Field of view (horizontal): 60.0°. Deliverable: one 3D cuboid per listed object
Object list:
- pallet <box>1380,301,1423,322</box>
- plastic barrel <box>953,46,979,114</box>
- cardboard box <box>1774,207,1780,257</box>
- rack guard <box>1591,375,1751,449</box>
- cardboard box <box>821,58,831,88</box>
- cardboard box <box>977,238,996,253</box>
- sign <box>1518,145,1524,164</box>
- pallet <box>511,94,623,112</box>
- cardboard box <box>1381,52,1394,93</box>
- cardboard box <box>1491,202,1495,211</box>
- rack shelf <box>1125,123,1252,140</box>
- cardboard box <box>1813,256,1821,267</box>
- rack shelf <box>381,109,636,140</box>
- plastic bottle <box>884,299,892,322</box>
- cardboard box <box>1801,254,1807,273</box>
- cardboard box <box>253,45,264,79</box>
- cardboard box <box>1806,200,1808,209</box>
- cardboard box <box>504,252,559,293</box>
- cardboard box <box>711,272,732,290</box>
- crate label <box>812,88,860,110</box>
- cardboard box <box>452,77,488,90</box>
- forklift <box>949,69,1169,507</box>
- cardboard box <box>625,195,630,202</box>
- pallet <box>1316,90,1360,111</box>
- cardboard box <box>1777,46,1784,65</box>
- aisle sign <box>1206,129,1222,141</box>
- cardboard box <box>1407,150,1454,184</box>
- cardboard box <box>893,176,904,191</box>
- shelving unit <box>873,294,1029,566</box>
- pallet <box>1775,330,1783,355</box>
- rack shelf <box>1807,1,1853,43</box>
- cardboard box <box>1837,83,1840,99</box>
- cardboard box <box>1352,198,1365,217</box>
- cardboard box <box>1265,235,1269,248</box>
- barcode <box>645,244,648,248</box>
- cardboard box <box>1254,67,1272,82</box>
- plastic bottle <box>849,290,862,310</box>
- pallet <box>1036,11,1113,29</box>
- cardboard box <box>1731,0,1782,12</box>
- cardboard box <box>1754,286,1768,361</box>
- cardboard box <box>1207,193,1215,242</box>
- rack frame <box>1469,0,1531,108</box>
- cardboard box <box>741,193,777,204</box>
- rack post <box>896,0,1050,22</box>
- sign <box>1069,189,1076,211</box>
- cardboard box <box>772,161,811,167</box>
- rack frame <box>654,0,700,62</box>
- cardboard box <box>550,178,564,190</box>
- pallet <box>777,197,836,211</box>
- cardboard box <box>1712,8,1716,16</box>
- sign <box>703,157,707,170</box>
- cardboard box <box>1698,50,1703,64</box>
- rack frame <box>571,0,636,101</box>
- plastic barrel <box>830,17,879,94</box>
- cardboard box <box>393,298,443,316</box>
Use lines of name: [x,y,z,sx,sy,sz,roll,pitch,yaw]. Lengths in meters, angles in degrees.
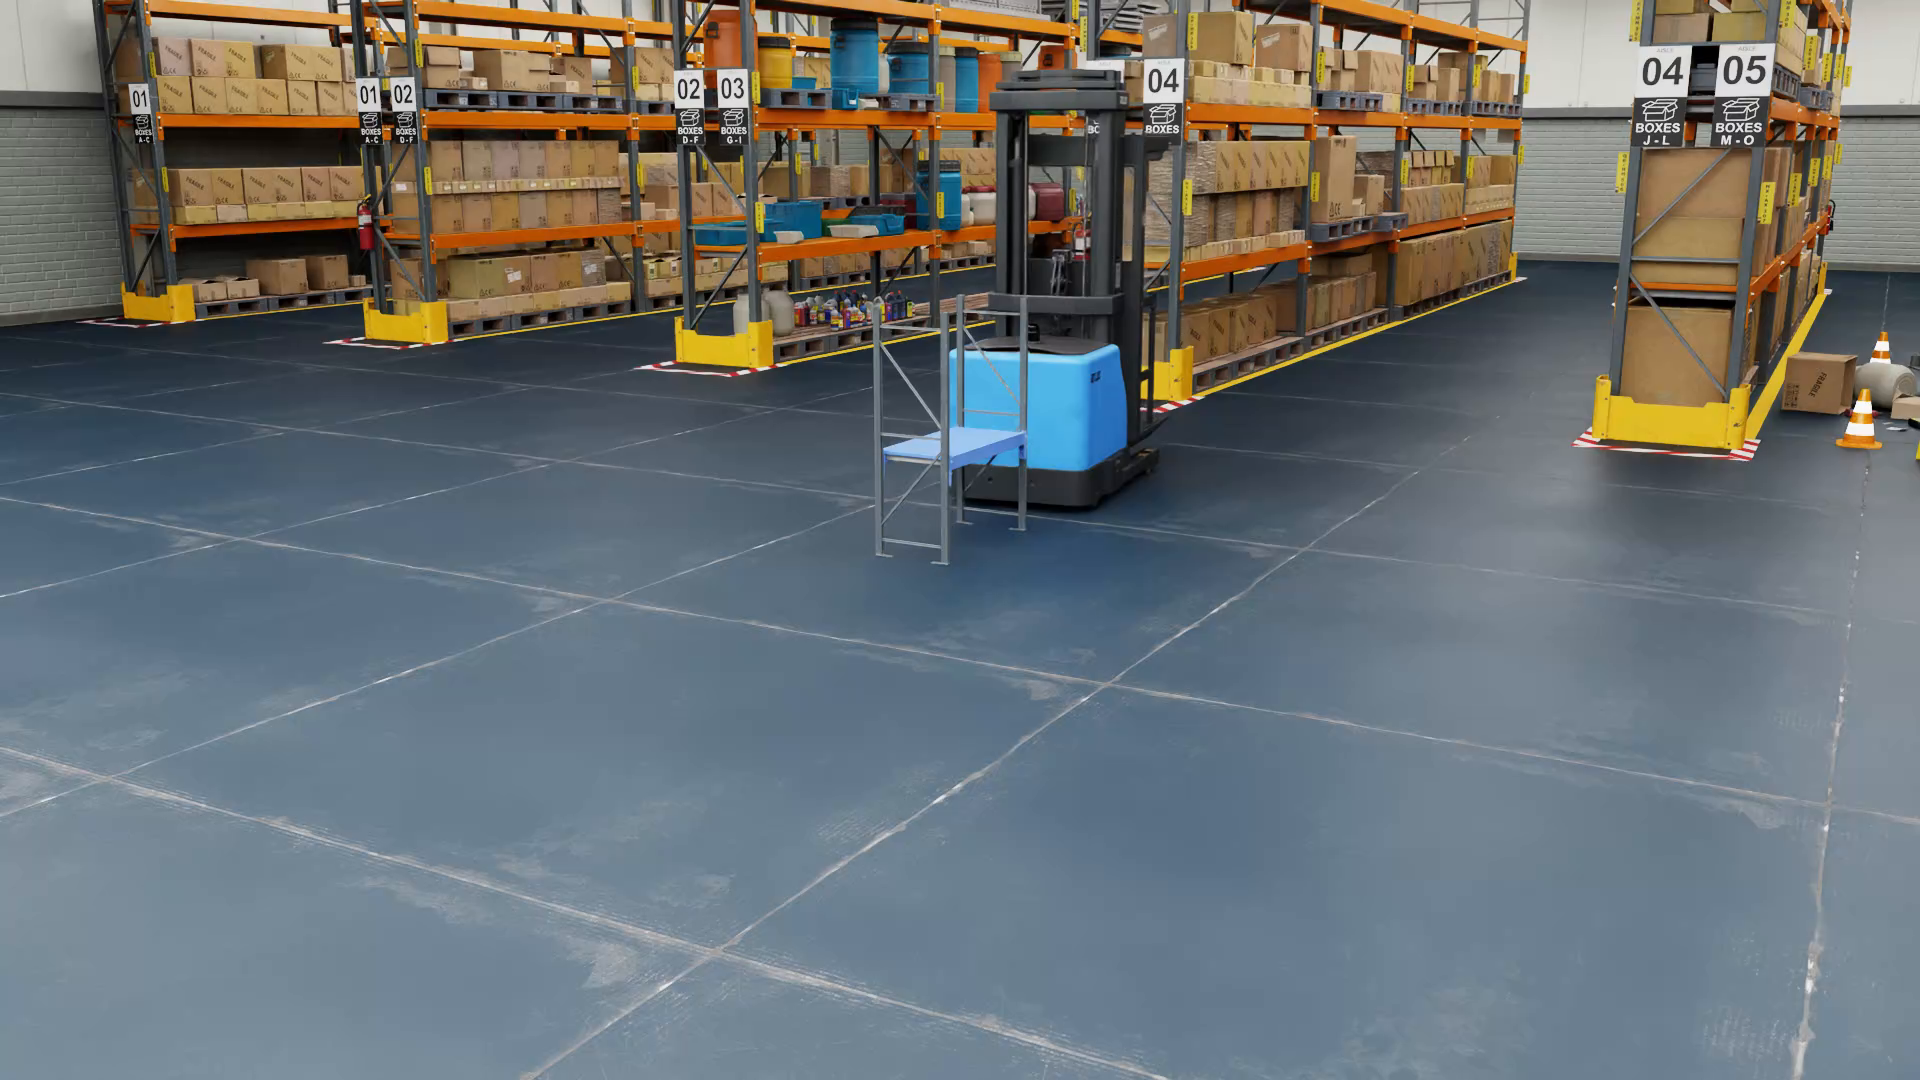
pallet: [5.986,-3.321,23.860,1.003,0.211,1.213,7,15,28]
plastic barrel: [-0.043,-6.364,23.059,0.600,0.901,0.708,7,15,28]
cardboard box: [7.730,-3.116,16.740,0.875,0.550,0.550,7,15,28]
rack guard: [5.953,-1.080,13.945,1.175,0.500,0.348,7,15,28]
cardboard box: [-2.422,-7.938,28.313,0.500,0.500,0.500,7,15,28]
cardboard box: [0.689,-6.148,34.028,0.500,0.500,0.500,7,15,28]
sign: [9.874,-6.779,29.276,0.100,0.325,0.005,7,15,28]
pallet: [-5.455,-6.064,23.074,1.003,0.211,1.213,7,15,28]
cardboard box: [5.289,-6.041,21.511,0.500,0.500,0.500,7,15,28]
cardboard box: [8.783,-5.619,27.977,0.380,0.149,0.250,8,16,29]
rack shelf: [4.103,-7.424,30.064,1.077,0.370,4.000,7,15,28]
cardboard box: [13.479,-4.440,26.468,0.380,0.149,0.250,7,15,27]
rack shelf: [-6.032,-5.524,22.183,1.077,0.370,4.000,7,15,28]
plastic bottle: [-0.925,-2.915,21.083,0.061,0.283,0.133,9,16,32]
cardboard box: [11.123,-3.720,22.401,0.500,0.250,0.500,7,15,26]
cardboard box: [-10.596,-7.001,24.384,0.500,0.500,0.500,7,15,28]
cardboard box: [11.500,-4.636,23.002,0.380,0.149,0.250,7,15,28]
cardboard box: [-5.817,-3.630,22.561,0.500,0.500,0.500,7,15,28]
cardboard box: [-3.910,-4.064,25.961,0.500,0.250,0.500,8,16,29]
crate label: [-1.470,-5.176,19.521,0.502,0.251,0.408,7,15,28]
cardboard box: [-6.276,-5.835,21.279,0.380,0.149,0.250,7,15,28]
forklift: [0.892,-1.949,12.362,1.130,2.935,3.031,5,14,20]
cardboard box: [-6.376,-6.452,31.390,0.380,0.149,0.250,7,15,28]
pallet: [3.997,-5.185,19.640,1.213,0.211,1.003,7,15,28]
cardboard box: [6.533,-3.975,13.648,0.380,0.149,0.250,8,15,29]
aisle sign: [4.845,-8.039,31.930,0.394,0.787,0.004,7,15,28]
cardboard box: [7.171,-5.749,25.625,0.797,0.503,0.637,7,15,27]
cardboard box: [-1.181,-6.648,31.495,0.500,0.500,0.500,8,16,29]
shelving unit: [-0.041,-0.712,10.285,0.538,1.500,1.048,7,15,28]
pallet: [9.385,-2.432,20.172,1.003,0.211,1.213,7,15,28]
rack shelf: [12.732,-7.737,24.969,1.077,0.370,4.000,7,15,28]
cardboard box: [13.203,-6.878,25.514,0.500,0.250,0.500,8,16,29]
cardboard box: [4.969,-4.290,21.319,0.396,0.266,0.258,7,15,26]
cardboard box: [3.196,-3.309,18.394,0.380,0.149,0.250,7,15,28]
barcode: [-4.577,-4.297,24.303,0.001,0.075,0.075,7,15,28]
cardboard box: [3.068,-4.912,17.577,0.380,0.149,0.250,8,16,31]
plastic bottle: [-1.358,-3.056,21.521,0.144,0.351,0.185,7,15,28]
pallet: [1.579,-7.860,25.191,1.213,0.211,1.003,7,15,28]
cardboard box: [6.404,-4.309,13.331,0.380,0.149,0.250,8,15,29]
cardboard box: [8.119,-2.369,17.862,1.050,0.750,0.750,7,15,28]
cardboard box: [2.098,-3.302,16.980,0.875,0.500,0.500,7,15,28]
rack frame: [9.406,-9.082,29.003,1.000,3.000,0.127,7,15,28]
cardboard box: [-3.345,-5.534,27.278,0.500,0.311,0.500,9,16,32]
rack post: [0.146,-7.692,22.811,1.013,1.000,3.121,7,15,28]
sign: [1.688,-5.103,24.954,0.100,0.325,0.005,7,15,28]
cardboard box: [-3.840,-7.889,36.216,0.980,0.700,0.700,8,16,31]
rack frame: [-5.536,-9.945,32.583,1.000,3.000,0.127,7,15,28]
cardboard box: [-5.624,-4.850,22.653,0.380,0.149,0.250,8,16,30]
pallet: [-2.865,-5.701,28.189,1.213,0.211,1.003,7,15,28]
cardboard box: [6.567,-4.697,14.941,0.380,0.149,0.250,8,15,28]
sign: [-5.056,-7.493,32.912,0.100,0.325,0.005,7,15,28]
cardboard box: [6.197,-4.151,14.380,0.380,0.149,0.250,8,15,29]
rack frame: [-5.065,-7.743,23.450,1.000,3.000,0.127,7,15,28]
plastic barrel: [-1.306,-5.978,20.565,0.600,0.901,0.708,7,15,28]
cardboard box: [-6.998,-3.017,21.617,0.500,0.250,0.500,7,15,28]
